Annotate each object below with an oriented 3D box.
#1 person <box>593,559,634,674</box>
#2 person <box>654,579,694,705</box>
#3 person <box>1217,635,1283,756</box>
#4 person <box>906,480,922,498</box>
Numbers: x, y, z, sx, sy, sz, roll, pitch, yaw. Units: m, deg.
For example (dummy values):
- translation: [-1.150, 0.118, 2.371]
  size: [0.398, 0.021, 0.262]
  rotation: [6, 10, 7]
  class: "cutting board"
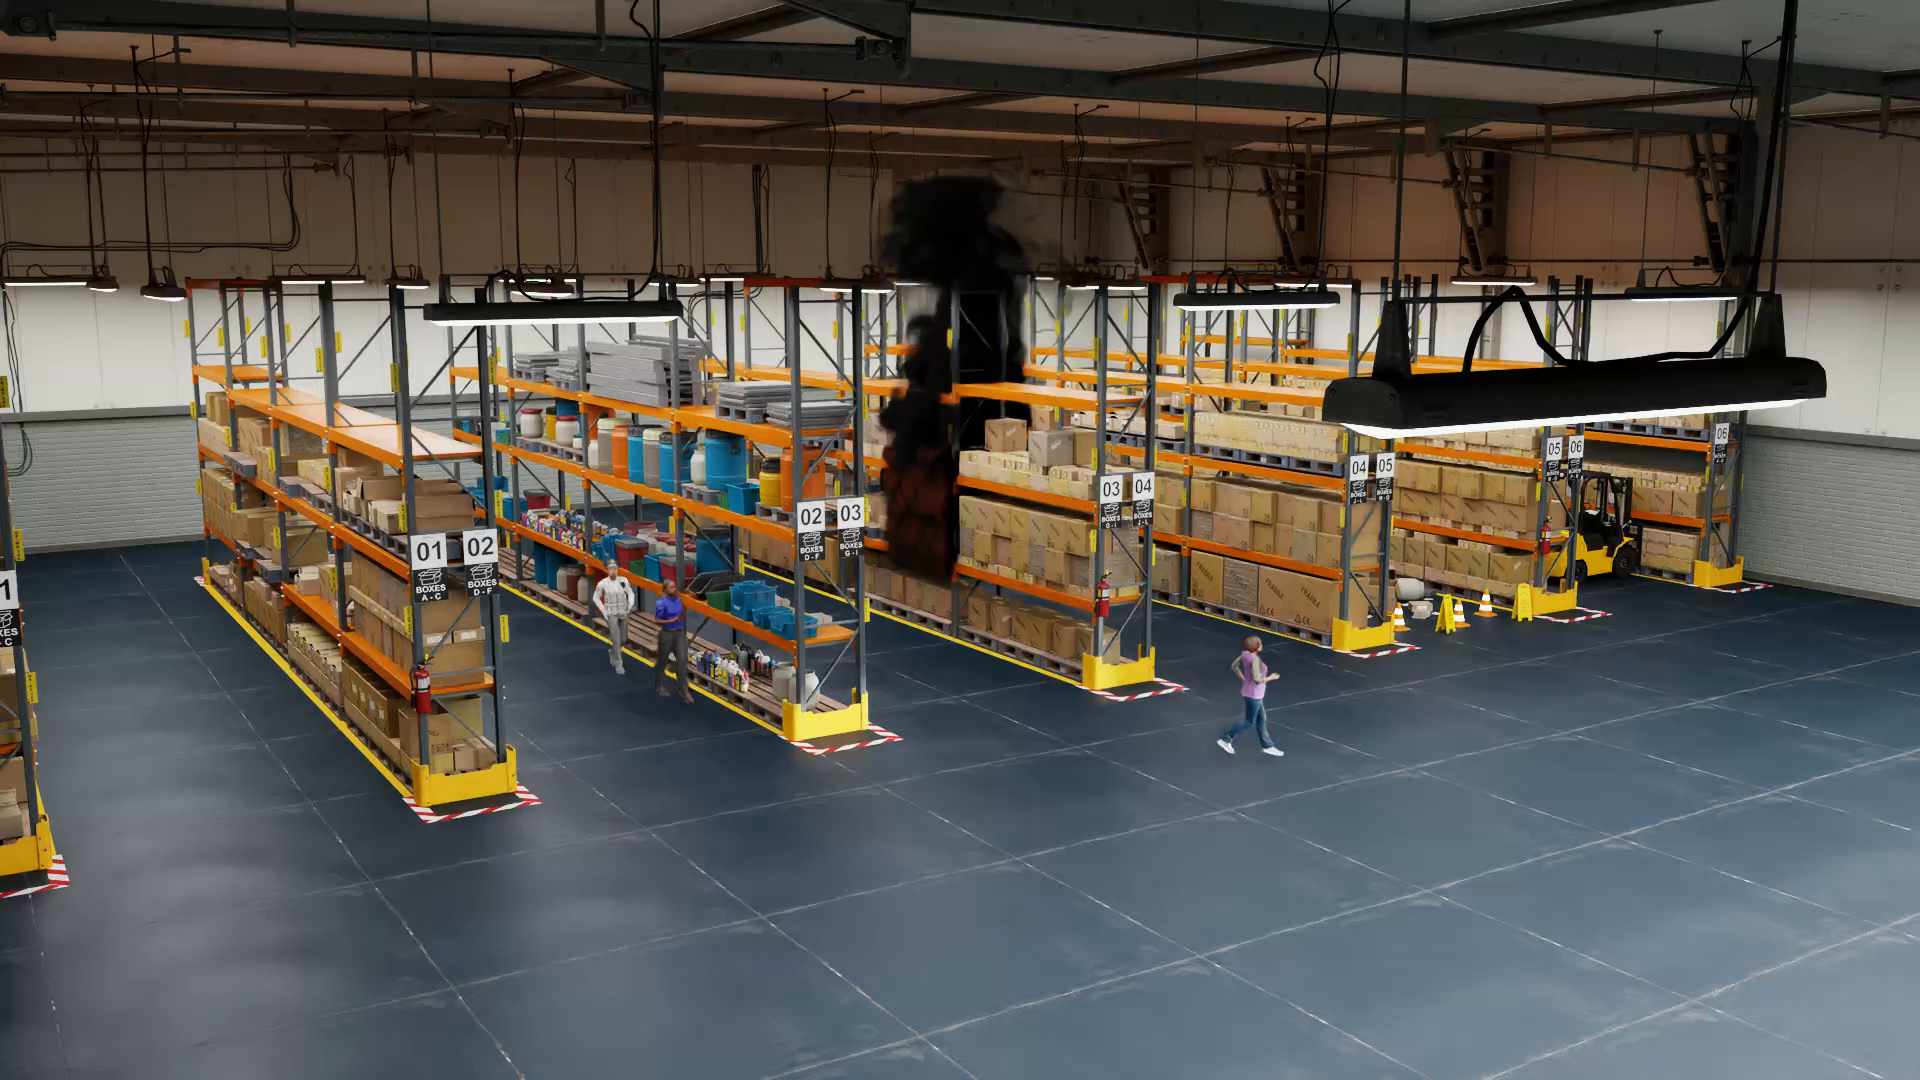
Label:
- translation: [-5.143, 1.114, 24.678]
  size: [0.550, 1.689, 0.585]
  rotation: [-5, 11, -28]
  class: "person"
- translation: [-3.991, 1.392, 23.002]
  size: [0.719, 1.734, 0.564]
  rotation: [9, 13, 44]
  class: "person"
- translation: [3.719, 2.006, 21.184]
  size: [0.882, 1.568, 0.534]
  rotation: [-1, 10, -3]
  class: "person"
- translation: [-0.851, -0.417, 34.495]
  size: [0.574, 1.642, 0.744]
  rotation: [-7, 12, -37]
  class: "person"
